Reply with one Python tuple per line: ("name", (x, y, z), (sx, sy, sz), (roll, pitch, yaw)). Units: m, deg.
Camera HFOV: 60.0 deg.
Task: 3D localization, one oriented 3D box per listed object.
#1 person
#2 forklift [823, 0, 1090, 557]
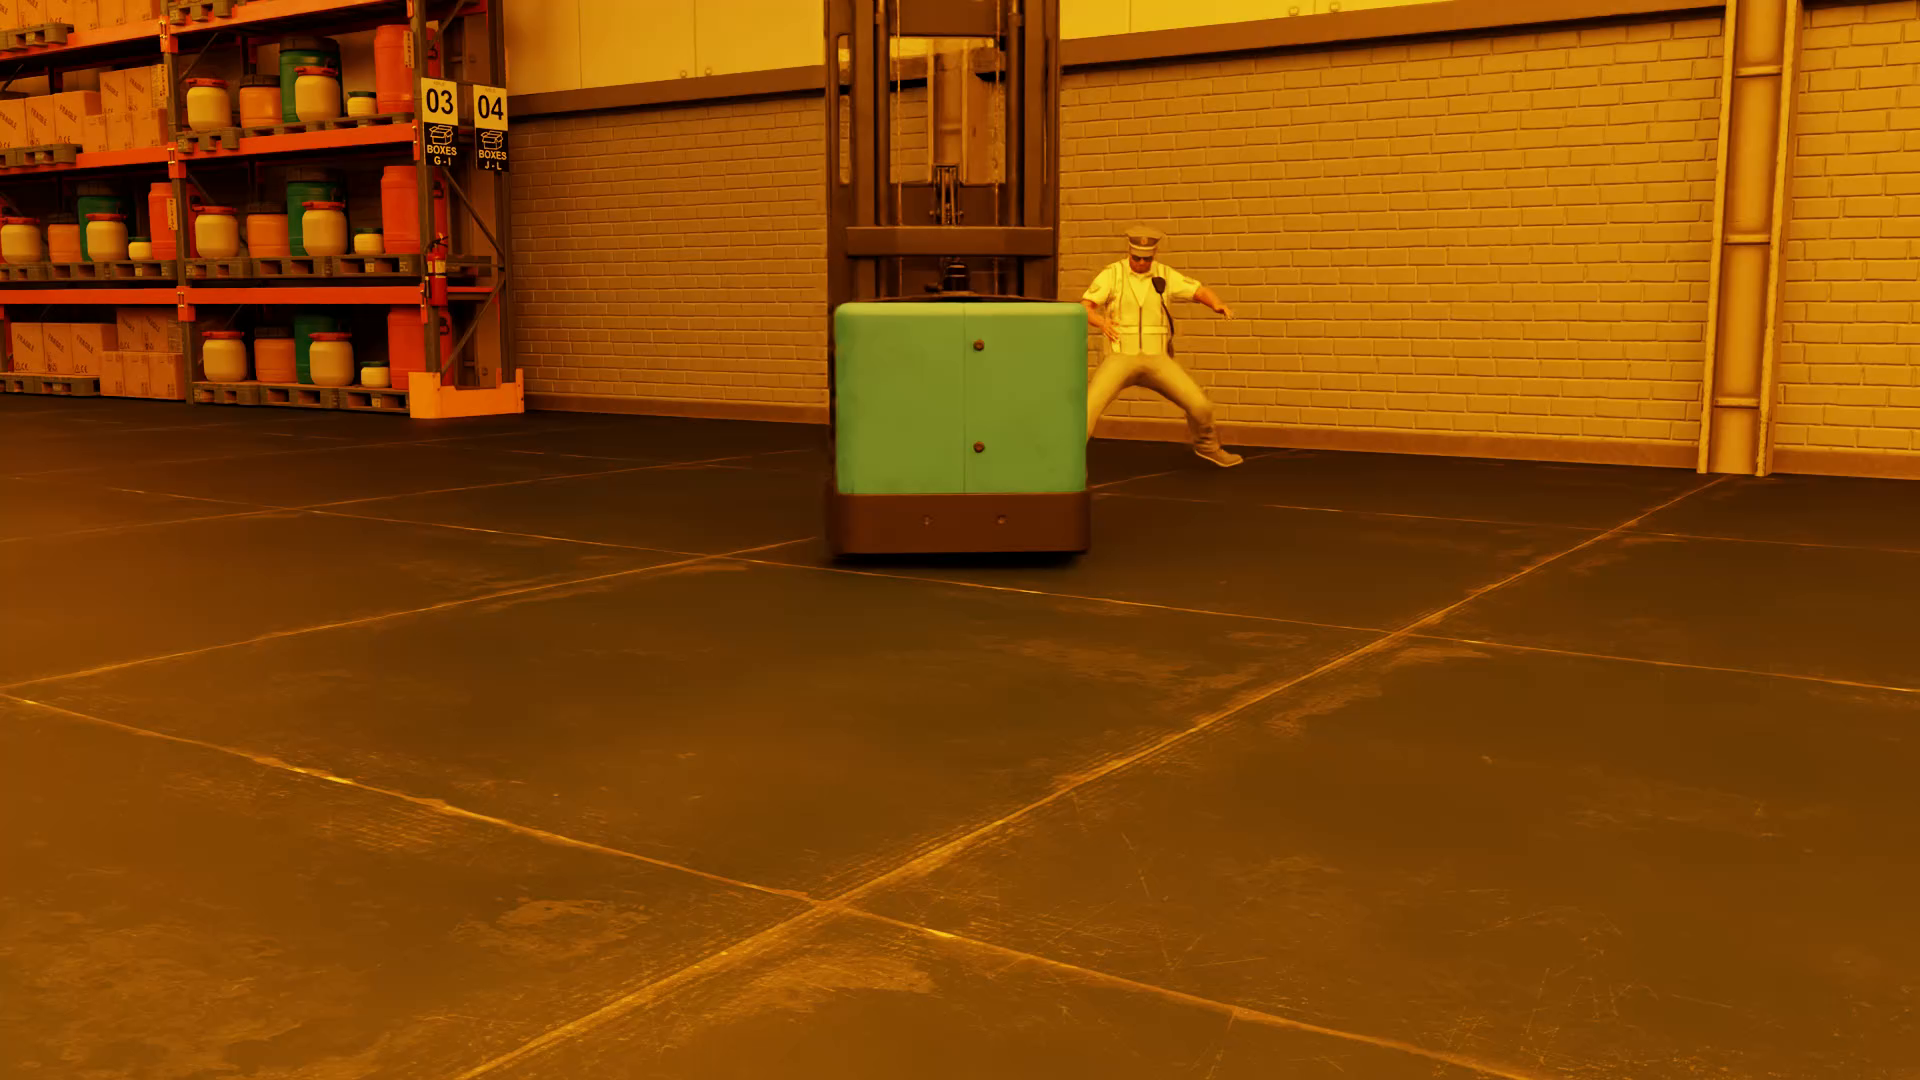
("person", (27899.065, -5843.857, 41096.687), (60785.629, 2.680, 79419.096), (0, 8, -3))
("forklift", (-0.102, -1.541, 8.030), (1.130, 2.935, 3.031), (-1, 8, -5))
